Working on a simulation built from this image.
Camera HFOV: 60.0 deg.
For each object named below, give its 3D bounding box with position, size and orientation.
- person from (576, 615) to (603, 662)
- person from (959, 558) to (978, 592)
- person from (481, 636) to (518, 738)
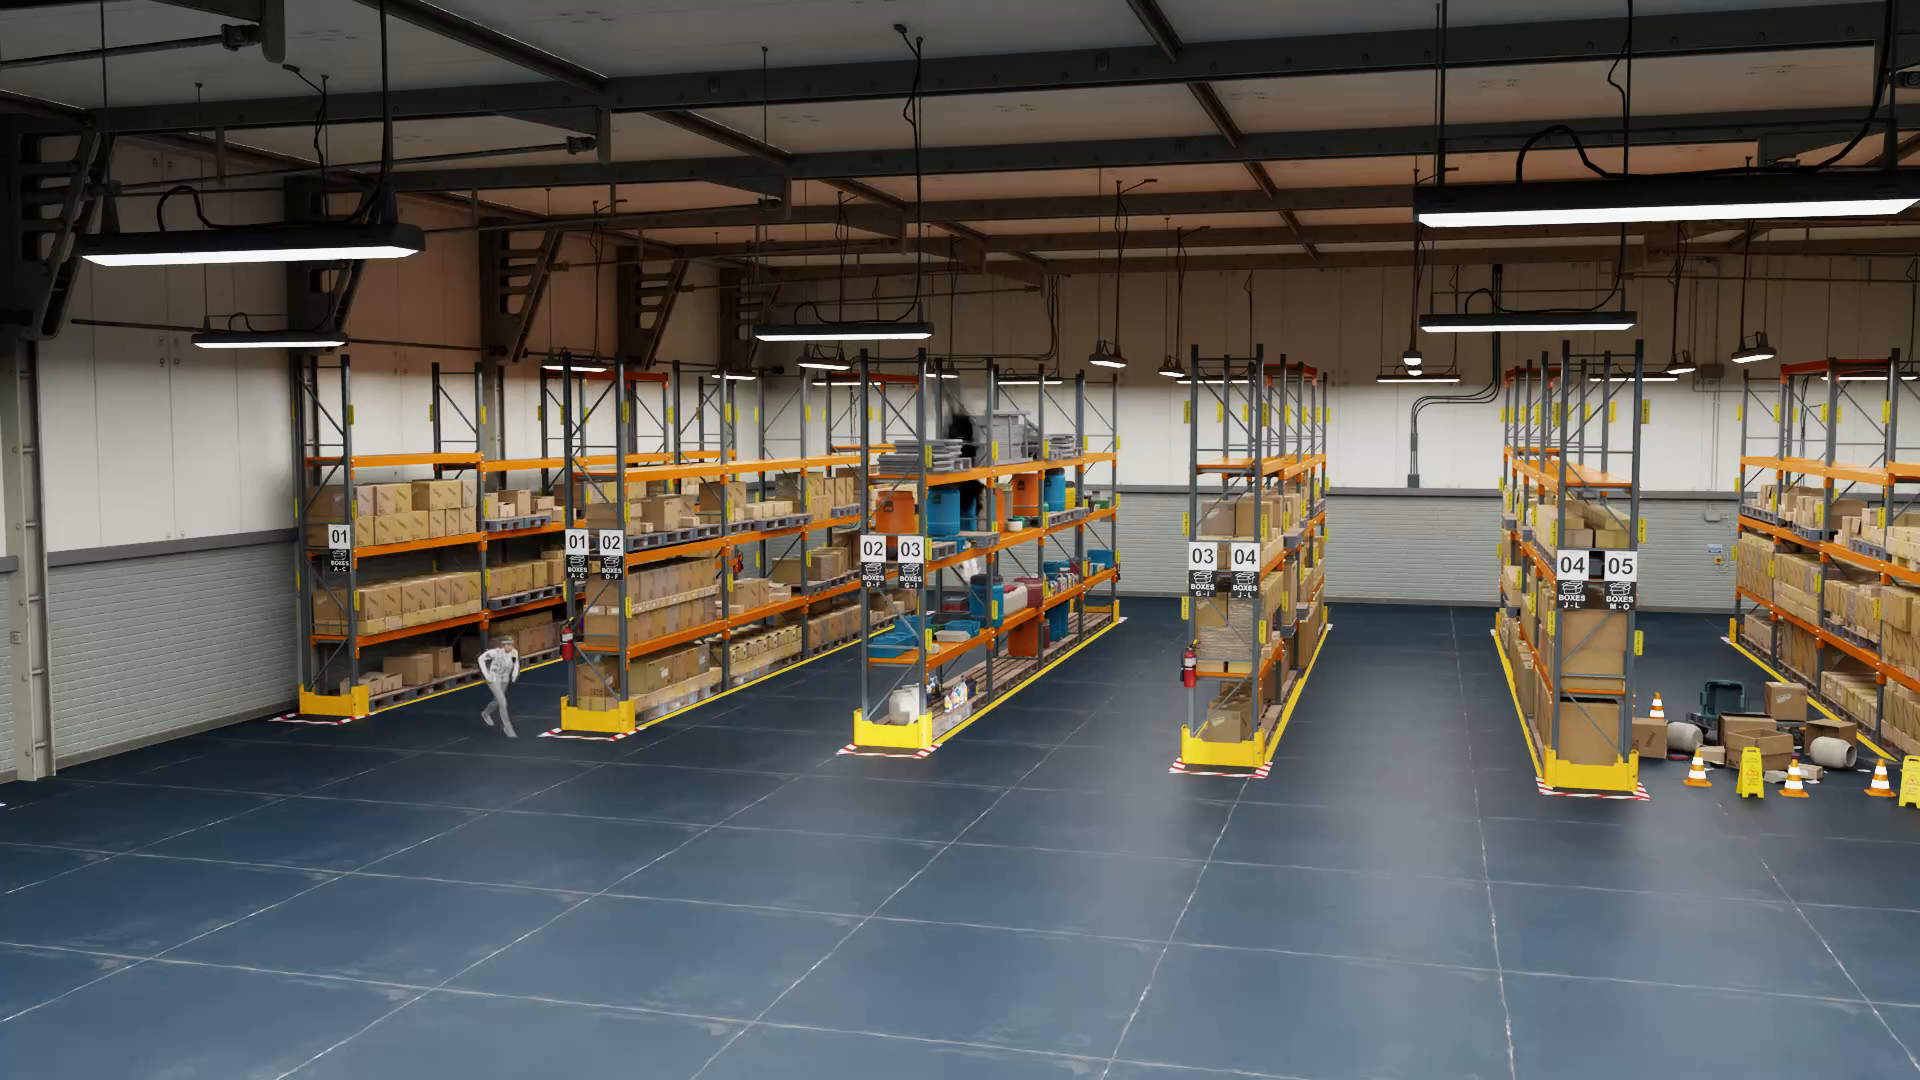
[{"bbox_3d":[-6.525,1.887,29.927,0.685,1.745,0.900,1,4,11],"label":"person"},{"bbox_3d":[0.239,1.026,41.544,0.681,1.739,0.738,-2,5,-21],"label":"person"},{"bbox_3d":[-7.303,2.275,26.086,0.481,1.628,0.980,-4,6,-42],"label":"person"}]
